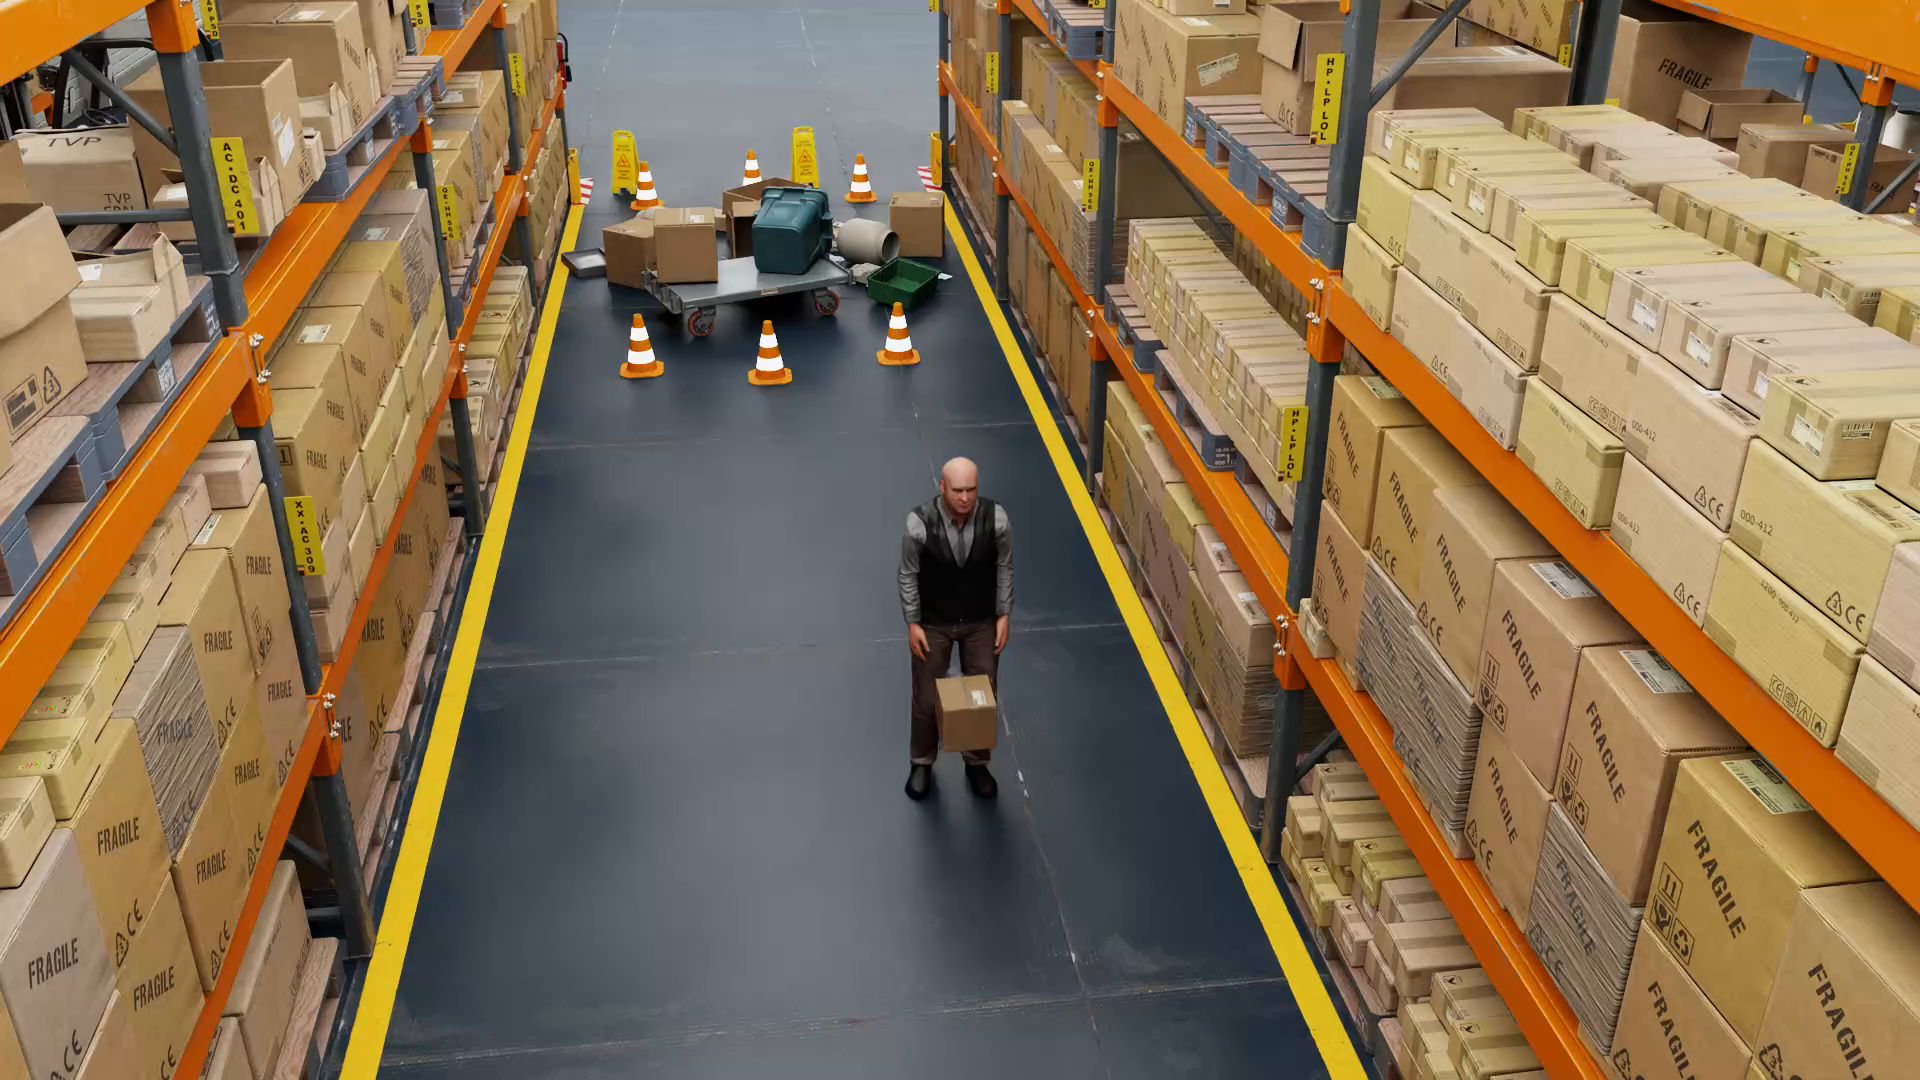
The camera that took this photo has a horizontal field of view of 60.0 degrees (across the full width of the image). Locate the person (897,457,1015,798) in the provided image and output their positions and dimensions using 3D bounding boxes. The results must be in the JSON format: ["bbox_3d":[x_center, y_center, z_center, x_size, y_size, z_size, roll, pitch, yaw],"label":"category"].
[{"bbox_3d":[-0.013,0.398,7.858,0.560,1.725,0.472,-4,27,-8],"label":"person"}]
